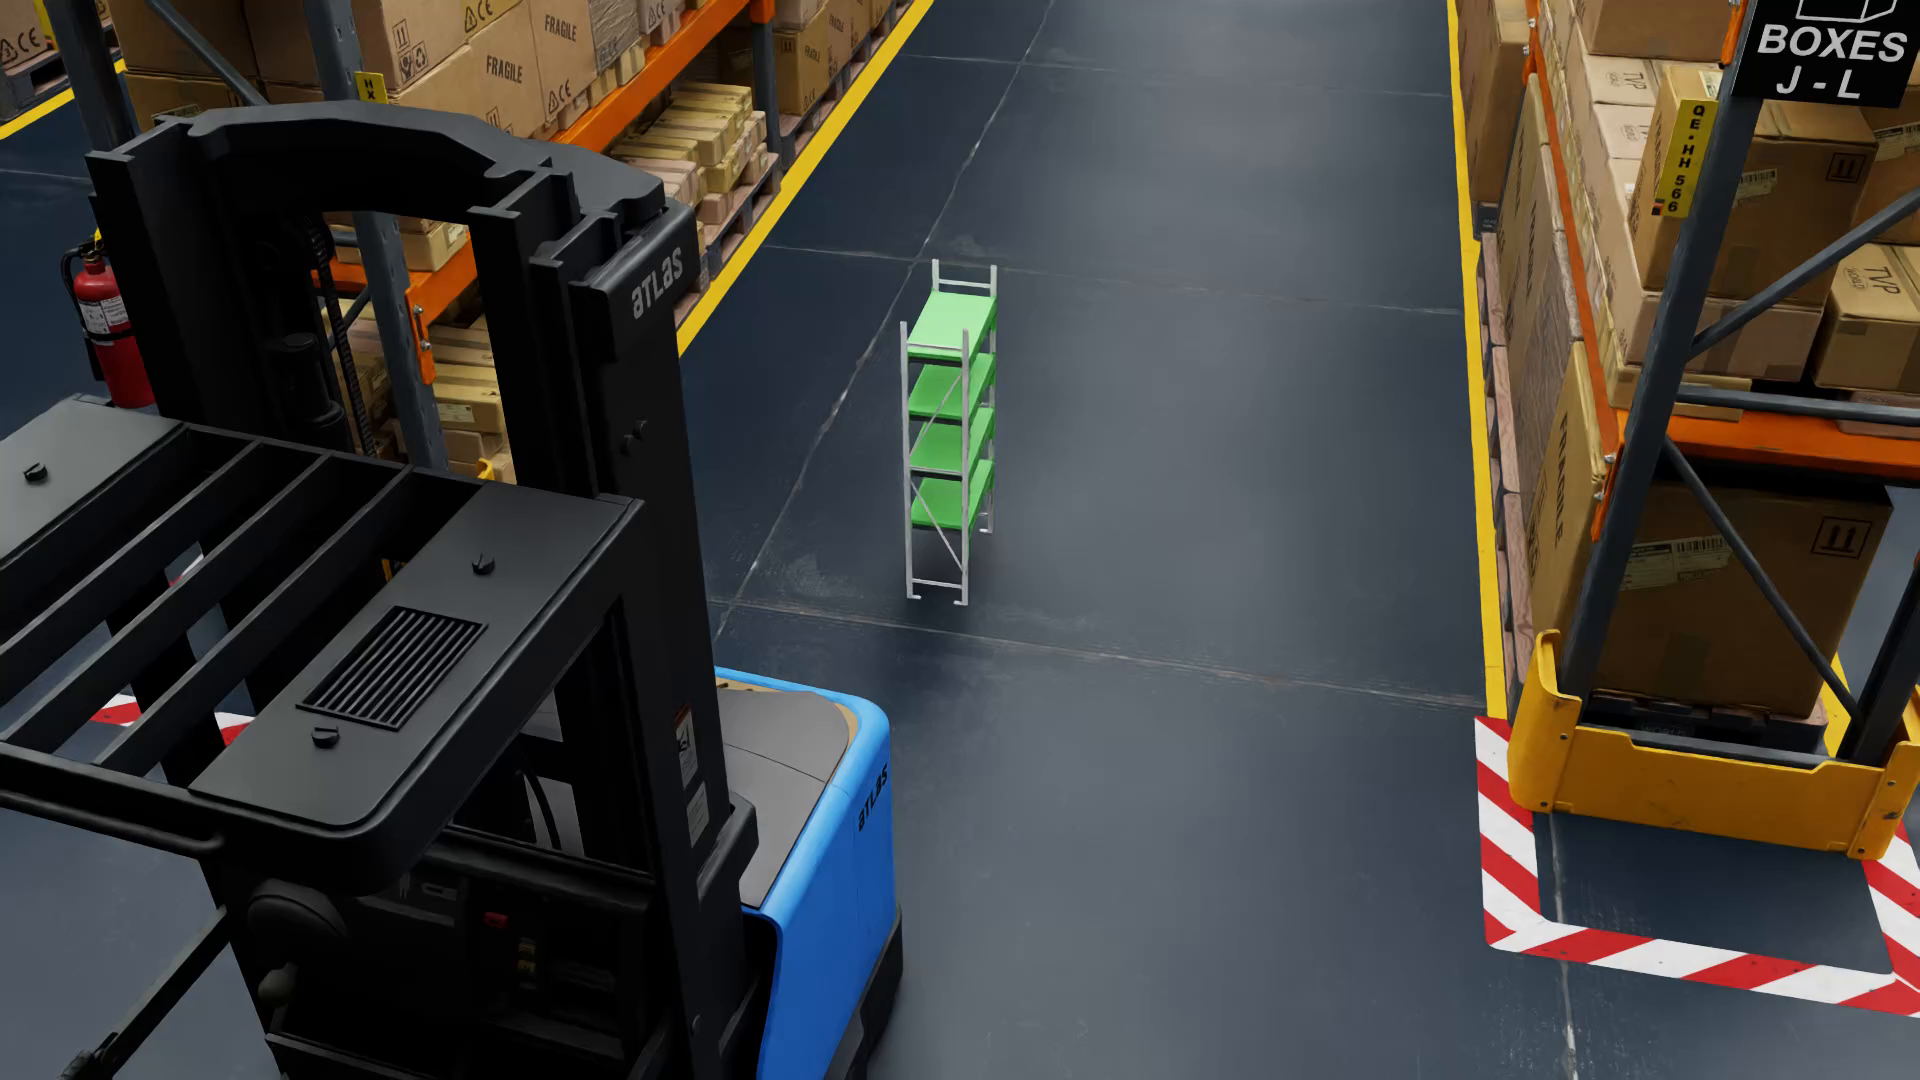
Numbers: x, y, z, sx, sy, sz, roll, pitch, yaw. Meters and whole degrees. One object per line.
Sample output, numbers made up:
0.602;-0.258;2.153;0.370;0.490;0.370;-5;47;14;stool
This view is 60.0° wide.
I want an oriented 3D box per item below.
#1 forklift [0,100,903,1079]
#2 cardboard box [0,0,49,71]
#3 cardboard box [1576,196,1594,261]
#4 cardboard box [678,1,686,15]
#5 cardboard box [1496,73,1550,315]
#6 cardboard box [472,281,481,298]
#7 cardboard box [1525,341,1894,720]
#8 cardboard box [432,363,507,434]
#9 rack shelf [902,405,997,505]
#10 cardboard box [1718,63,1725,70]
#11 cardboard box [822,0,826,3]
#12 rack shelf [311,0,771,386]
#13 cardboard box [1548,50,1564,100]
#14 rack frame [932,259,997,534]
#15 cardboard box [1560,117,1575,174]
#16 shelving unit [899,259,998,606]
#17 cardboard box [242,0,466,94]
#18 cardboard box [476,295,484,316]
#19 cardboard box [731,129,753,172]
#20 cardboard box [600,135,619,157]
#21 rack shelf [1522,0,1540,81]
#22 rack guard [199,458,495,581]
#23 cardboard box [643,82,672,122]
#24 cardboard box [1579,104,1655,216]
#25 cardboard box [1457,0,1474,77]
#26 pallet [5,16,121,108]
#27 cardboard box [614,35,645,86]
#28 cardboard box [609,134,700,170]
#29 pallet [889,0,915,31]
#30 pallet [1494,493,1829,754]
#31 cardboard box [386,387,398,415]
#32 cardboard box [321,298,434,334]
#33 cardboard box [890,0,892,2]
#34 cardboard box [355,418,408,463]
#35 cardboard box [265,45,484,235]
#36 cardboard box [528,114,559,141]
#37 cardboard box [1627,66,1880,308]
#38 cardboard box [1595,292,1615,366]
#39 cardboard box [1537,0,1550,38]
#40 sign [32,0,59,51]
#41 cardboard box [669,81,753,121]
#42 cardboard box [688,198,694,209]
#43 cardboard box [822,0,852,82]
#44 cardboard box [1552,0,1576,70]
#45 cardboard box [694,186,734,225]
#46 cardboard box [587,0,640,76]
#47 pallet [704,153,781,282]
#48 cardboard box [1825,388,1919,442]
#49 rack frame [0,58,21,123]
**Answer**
-1.099;0.844;3.088;1.130;2.935;3.031;11;37;14;forklift
-6.329;-3.574;10.578;0.875;0.875;0.875;8;37;11;cardboard box
2.415;-1.093;5.916;0.380;0.149;0.250;7;36;9;cardboard box
-1.544;-2.596;7.989;0.380;0.149;0.250;6;36;9;cardboard box
3.079;-1.598;7.852;0.875;0.875;0.875;7;37;10;cardboard box
-2.339;-1.115;7.550;0.380;0.149;0.250;8;37;11;cardboard box
2.502;-0.050;5.716;0.875;0.875;0.875;7;37;10;cardboard box
-1.937;-0.558;6.528;0.380;0.149;0.250;6;36;8;cardboard box
-0.035;-0.339;6.304;0.258;0.148;0.480;7;37;10;rack shelf
3.243;-1.841;6.609;0.500;0.250;0.500;8;37;11;cardboard box
-0.999;-3.494;10.148;0.500;0.250;0.500;8;37;11;cardboard box
-1.953;-1.899;7.427;1.077;0.370;4.000;7;37;10;rack shelf
2.744;-1.975;7.133;0.380;0.149;0.250;6;36;9;cardboard box
0.017;-0.531;6.460;0.240;1.200;0.015;7;37;10;rack frame
2.578;-1.534;6.524;0.380;0.149;0.250;6;36;9;cardboard box
-0.035;-0.391;6.267;0.258;1.200;0.503;7;37;10;shelving unit
-2.025;-1.833;5.533;0.500;0.500;0.500;7;37;10;cardboard box
-1.844;-1.012;7.155;0.380;0.149;0.250;6;36;8;cardboard box
-1.328;-2.096;8.904;0.380;0.149;0.250;6;36;8;cardboard box
-1.958;-1.968;8.473;0.380;0.149;0.250;6;36;9;cardboard box
3.725;-3.512;9.653;1.077;0.370;4.000;7;37;10;rack shelf
-2.364;-0.075;6.427;1.175;0.500;0.348;7;37;10;rack guard
-1.802;-2.422;9.100;0.380;0.149;0.250;9;37;12;cardboard box
2.505;-1.317;5.886;0.500;0.250;0.500;6;36;8;cardboard box
3.787;-3.357;10.278;1.225;0.875;0.875;7;37;10;cardboard box
-6.292;-3.222;11.016;1.003;0.211;1.213;7;37;10;pallet
-1.622;-2.137;7.356;0.380;0.149;0.250;8;37;11;cardboard box
-1.541;-1.923;8.411;0.380;0.149;0.250;8;37;11;cardboard box
-0.840;-4.053;12.162;1.003;0.211;1.213;7;37;10;pallet
2.538;0.297;6.160;1.003;0.211;1.213;7;37;10;pallet
-2.438;-0.661;6.924;0.380;0.149;0.250;6;36;9;cardboard box
-2.474;-0.937;7.051;0.380;0.149;0.250;7;36;9;cardboard box
-0.671;-4.081;11.596;0.500;0.500;0.500;9;37;12;cardboard box
-2.472;-0.387;6.800;0.380;0.149;0.250;8;37;11;cardboard box
-2.015;-1.427;5.824;0.500;0.500;0.500;9;37;12;cardboard box
-1.864;-1.703;6.758;0.380;0.149;0.250;7;37;10;cardboard box
2.291;-1.039;4.863;0.500;0.500;0.500;8;37;11;cardboard box
2.252;-0.657;5.314;0.380;0.149;0.250;8;37;10;cardboard box
2.910;-2.427;7.757;0.380;0.149;0.250;7;37;10;cardboard box
-2.918;-1.721;5.313;0.100;0.325;0.005;7;37;10;sign
-1.348;-2.357;9.010;0.380;0.149;0.250;8;37;11;cardboard box
-1.553;-1.660;8.302;0.380;0.149;0.250;8;37;11;cardboard box
-0.998;-3.188;10.365;0.500;0.500;0.500;9;37;12;cardboard box
2.831;-2.196;7.098;0.500;0.250;0.500;7;37;10;cardboard box
-1.407;-1.787;8.731;0.380;0.149;0.250;6;36;8;cardboard box
-1.705;-2.309;7.042;0.500;0.500;0.500;6;36;9;cardboard box
-1.635;-1.818;9.079;1.003;0.211;1.213;7;37;10;pallet
2.842;-0.424;4.993;0.380;0.149;0.250;8;37;10;cardboard box
-6.383;-3.899;9.574;1.000;3.000;0.127;7;37;10;rack frame
